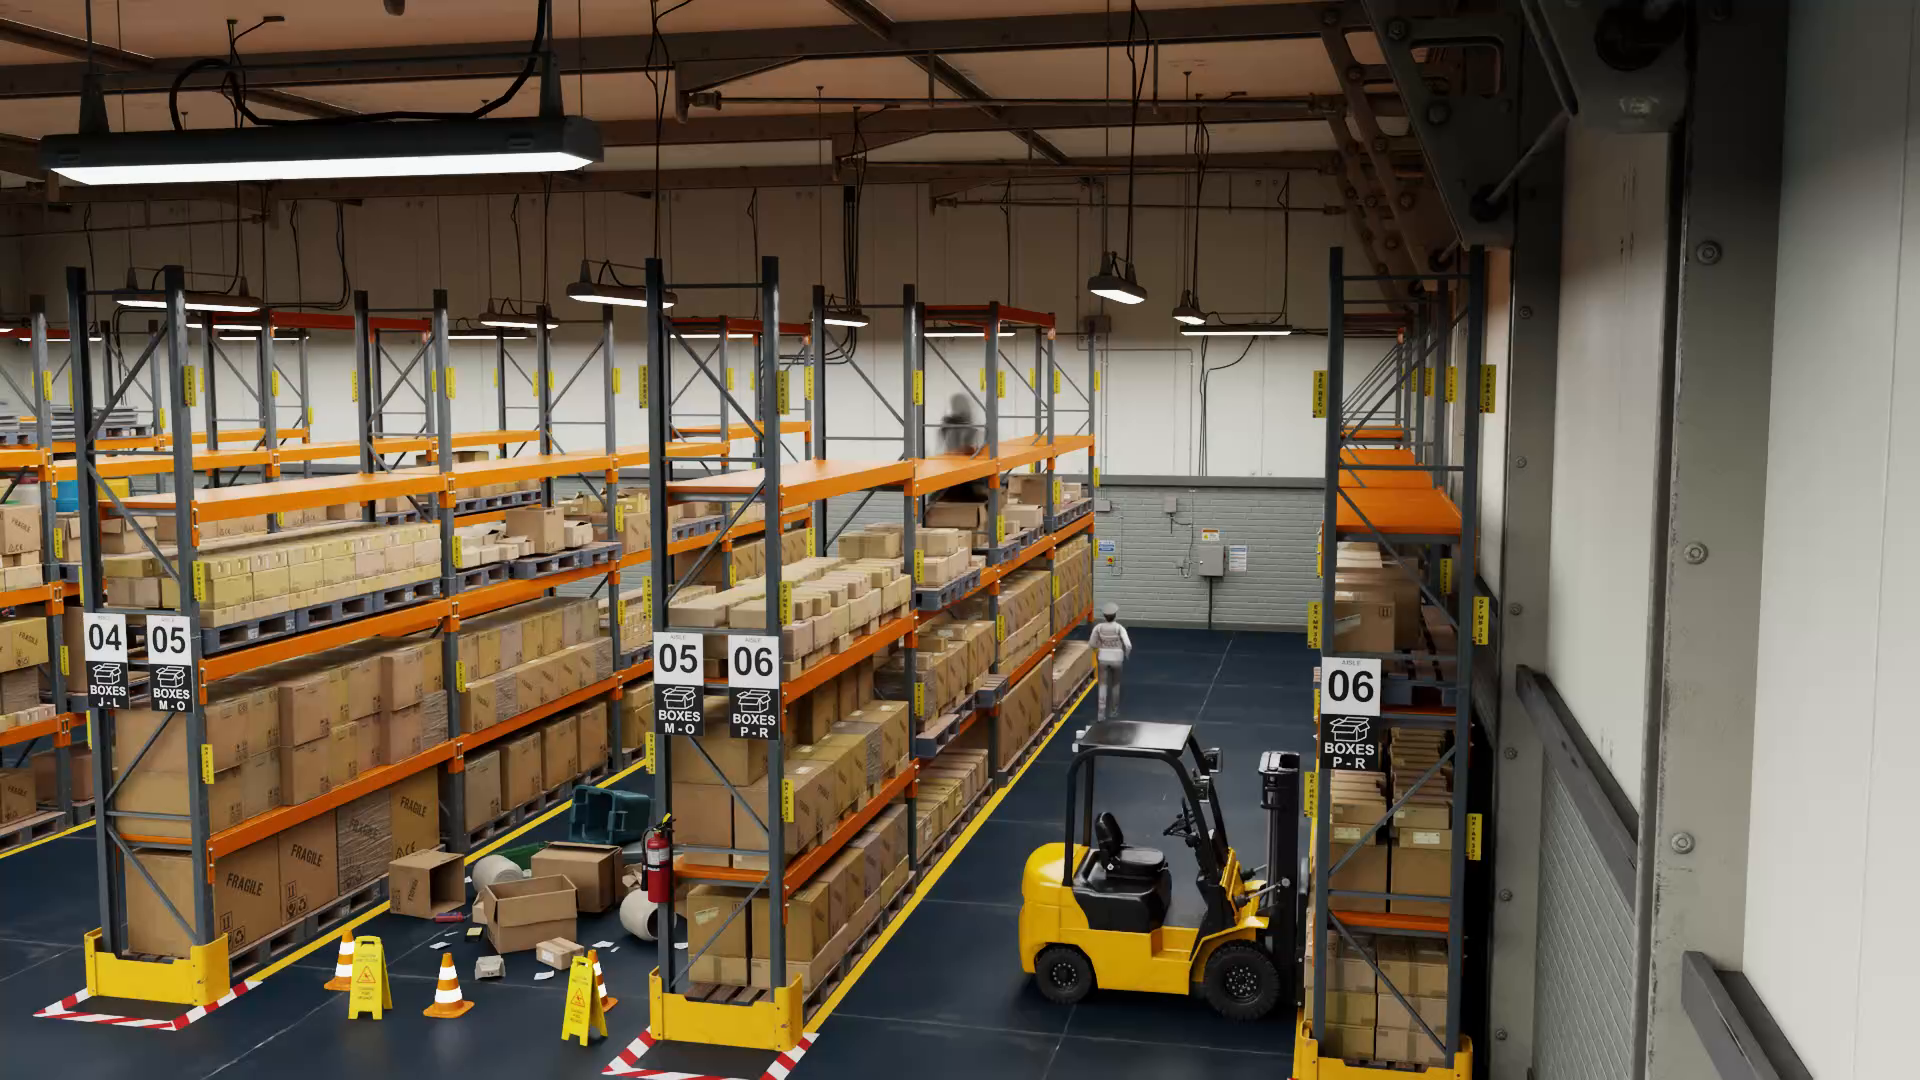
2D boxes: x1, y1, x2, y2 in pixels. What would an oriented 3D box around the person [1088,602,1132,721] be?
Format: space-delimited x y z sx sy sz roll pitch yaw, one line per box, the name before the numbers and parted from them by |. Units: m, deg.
person | 2.107 1.700 23.285 0.624 1.666 0.695 1 6 13
